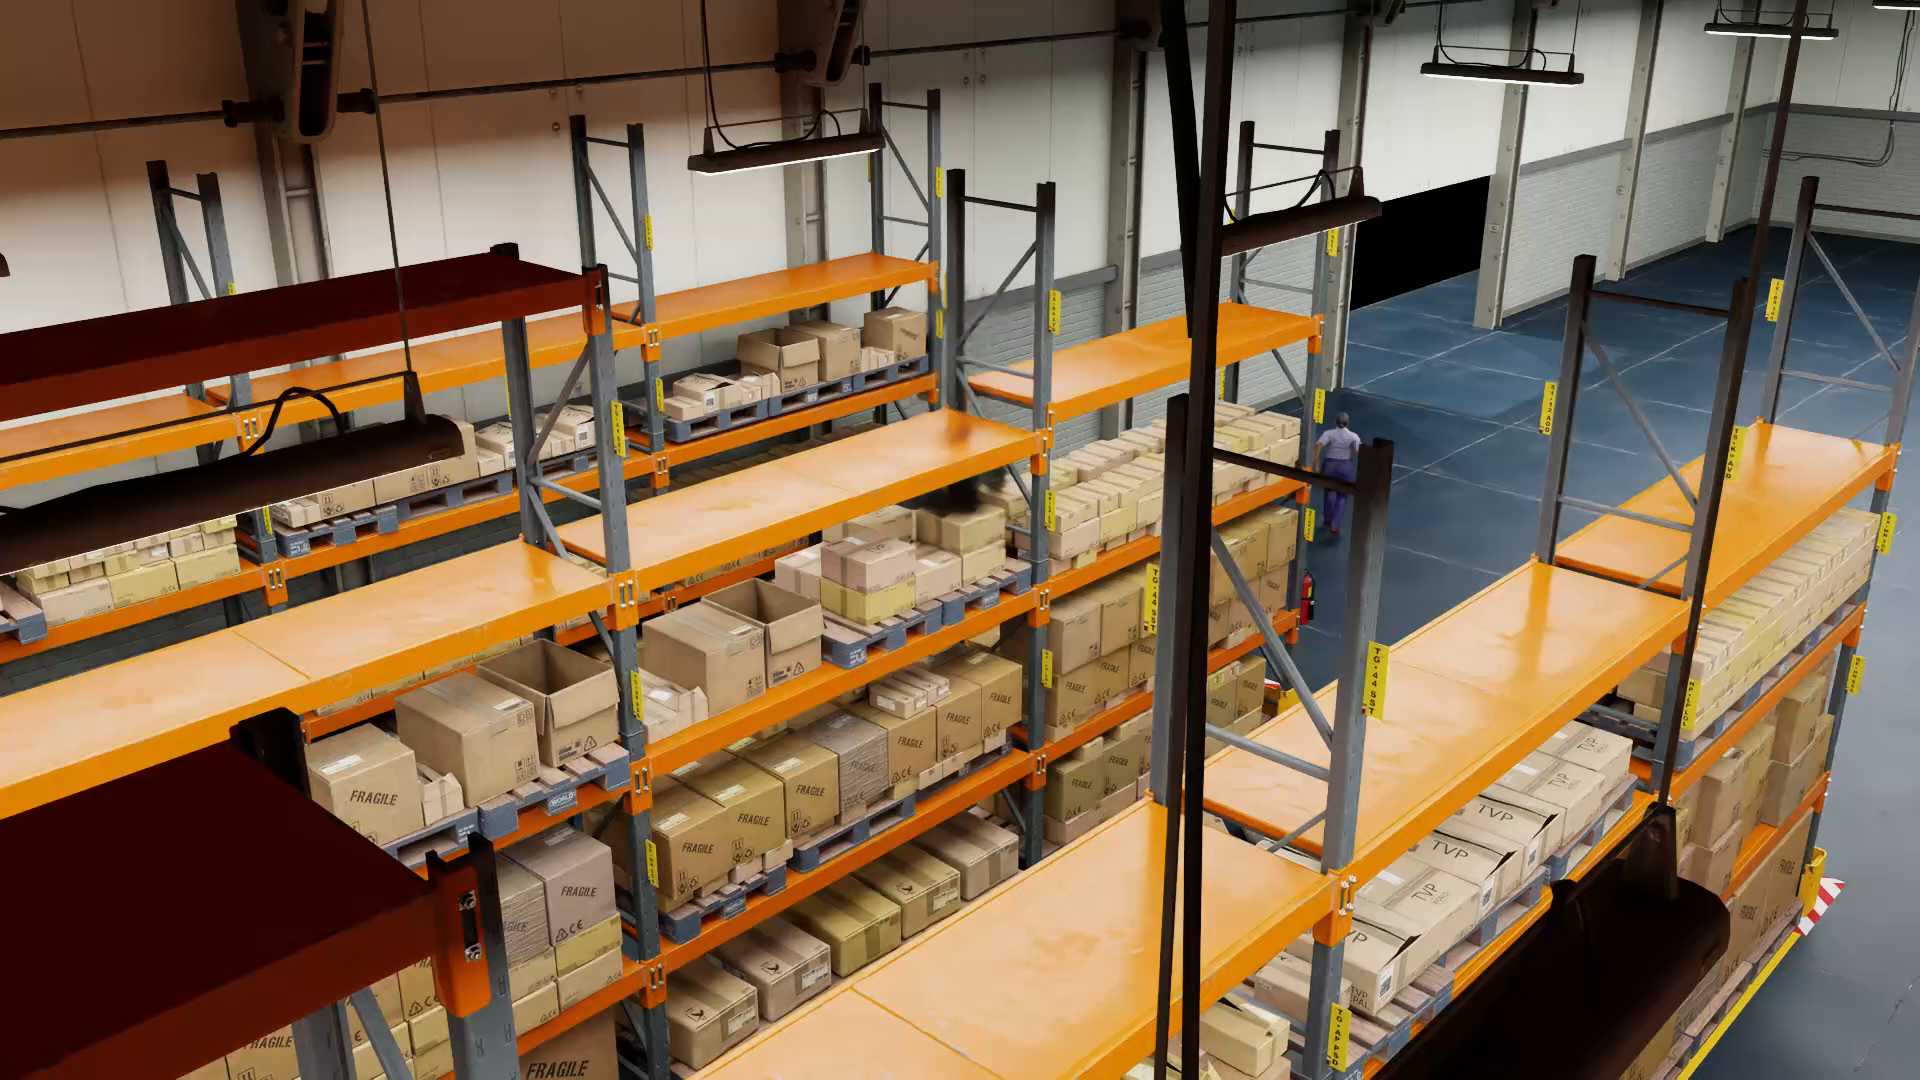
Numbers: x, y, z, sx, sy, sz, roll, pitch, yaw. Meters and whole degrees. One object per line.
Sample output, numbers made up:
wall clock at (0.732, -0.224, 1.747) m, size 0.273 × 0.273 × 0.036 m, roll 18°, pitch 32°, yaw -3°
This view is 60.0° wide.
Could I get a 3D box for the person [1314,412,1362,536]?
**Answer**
person at (4.977, -0.858, 21.943) m, size 0.631 × 1.699 × 0.809 m, roll 8°, pitch 23°, yaw 20°
